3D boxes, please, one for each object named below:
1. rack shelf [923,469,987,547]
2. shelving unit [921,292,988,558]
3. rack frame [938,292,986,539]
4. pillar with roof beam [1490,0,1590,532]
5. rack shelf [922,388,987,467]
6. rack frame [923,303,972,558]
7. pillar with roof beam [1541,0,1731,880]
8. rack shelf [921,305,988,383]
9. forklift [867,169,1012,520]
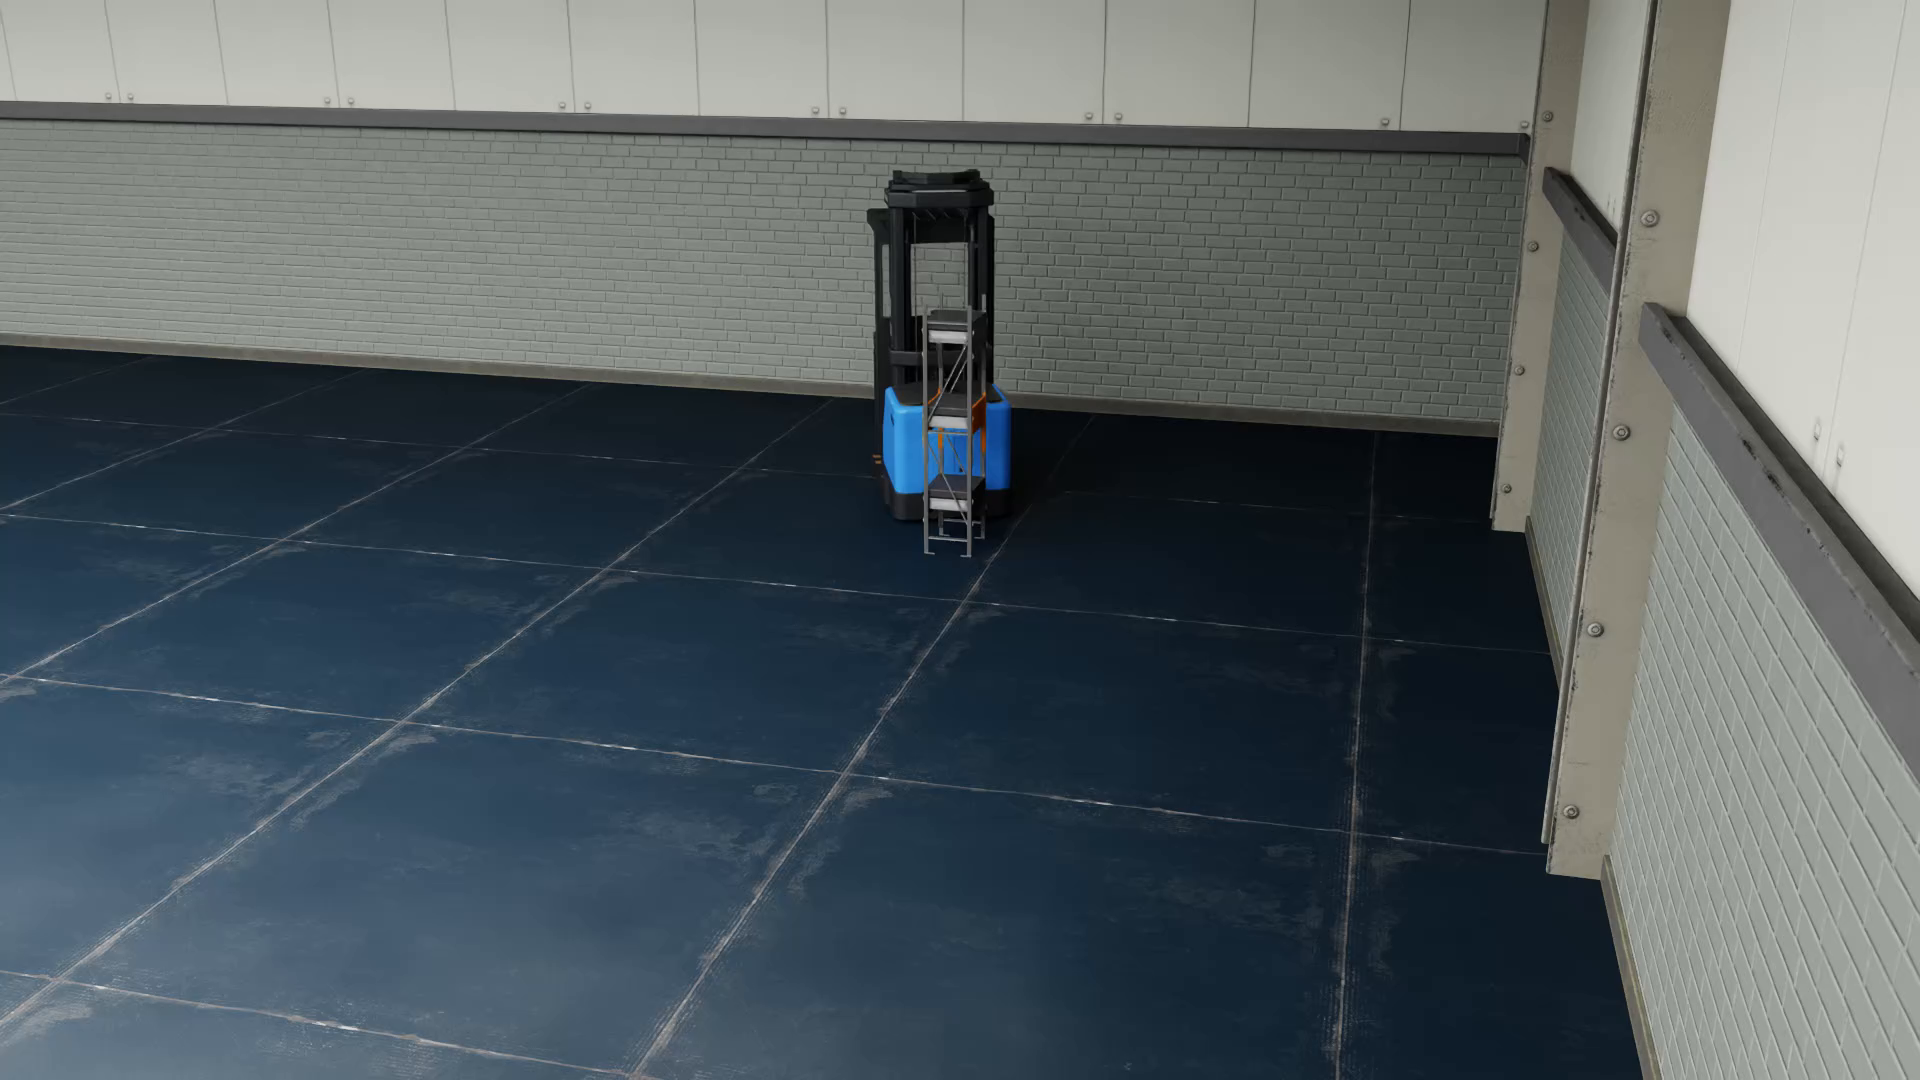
[{"bbox_3d":[-0.040,-0.266,13.927,0.431,0.518,0.480,5,19,13],"label":"rack shelf"},{"bbox_3d":[-0.040,-0.942,13.696,0.431,2.100,0.503,5,19,13],"label":"shelving unit"},{"bbox_3d":[0.019,-1.018,13.920,0.400,2.100,0.015,5,19,13],"label":"rack frame"},{"bbox_3d":[0.645,-4.737,14.133,9.100,9.000,0.400,5,19,13],"label":"pillar with roof beam"},{"bbox_3d":[-0.040,-0.929,13.701,0.431,0.518,0.480,5,19,13],"label":"rack shelf"},{"bbox_3d":[-0.100,-0.865,13.472,0.400,2.100,0.015,5,19,13],"label":"rack frame"},{"bbox_3d":[-0.821,-2.856,8.627,9.100,9.000,0.400,5,19,13],"label":"pillar with roof beam"},{"bbox_3d":[-0.040,-1.591,13.474,0.431,0.518,0.480,5,19,13],"label":"rack shelf"},{"bbox_3d":[-0.269,-1.994,15.491,1.130,2.935,3.031,-3,19,-8],"label":"forklift"}]
